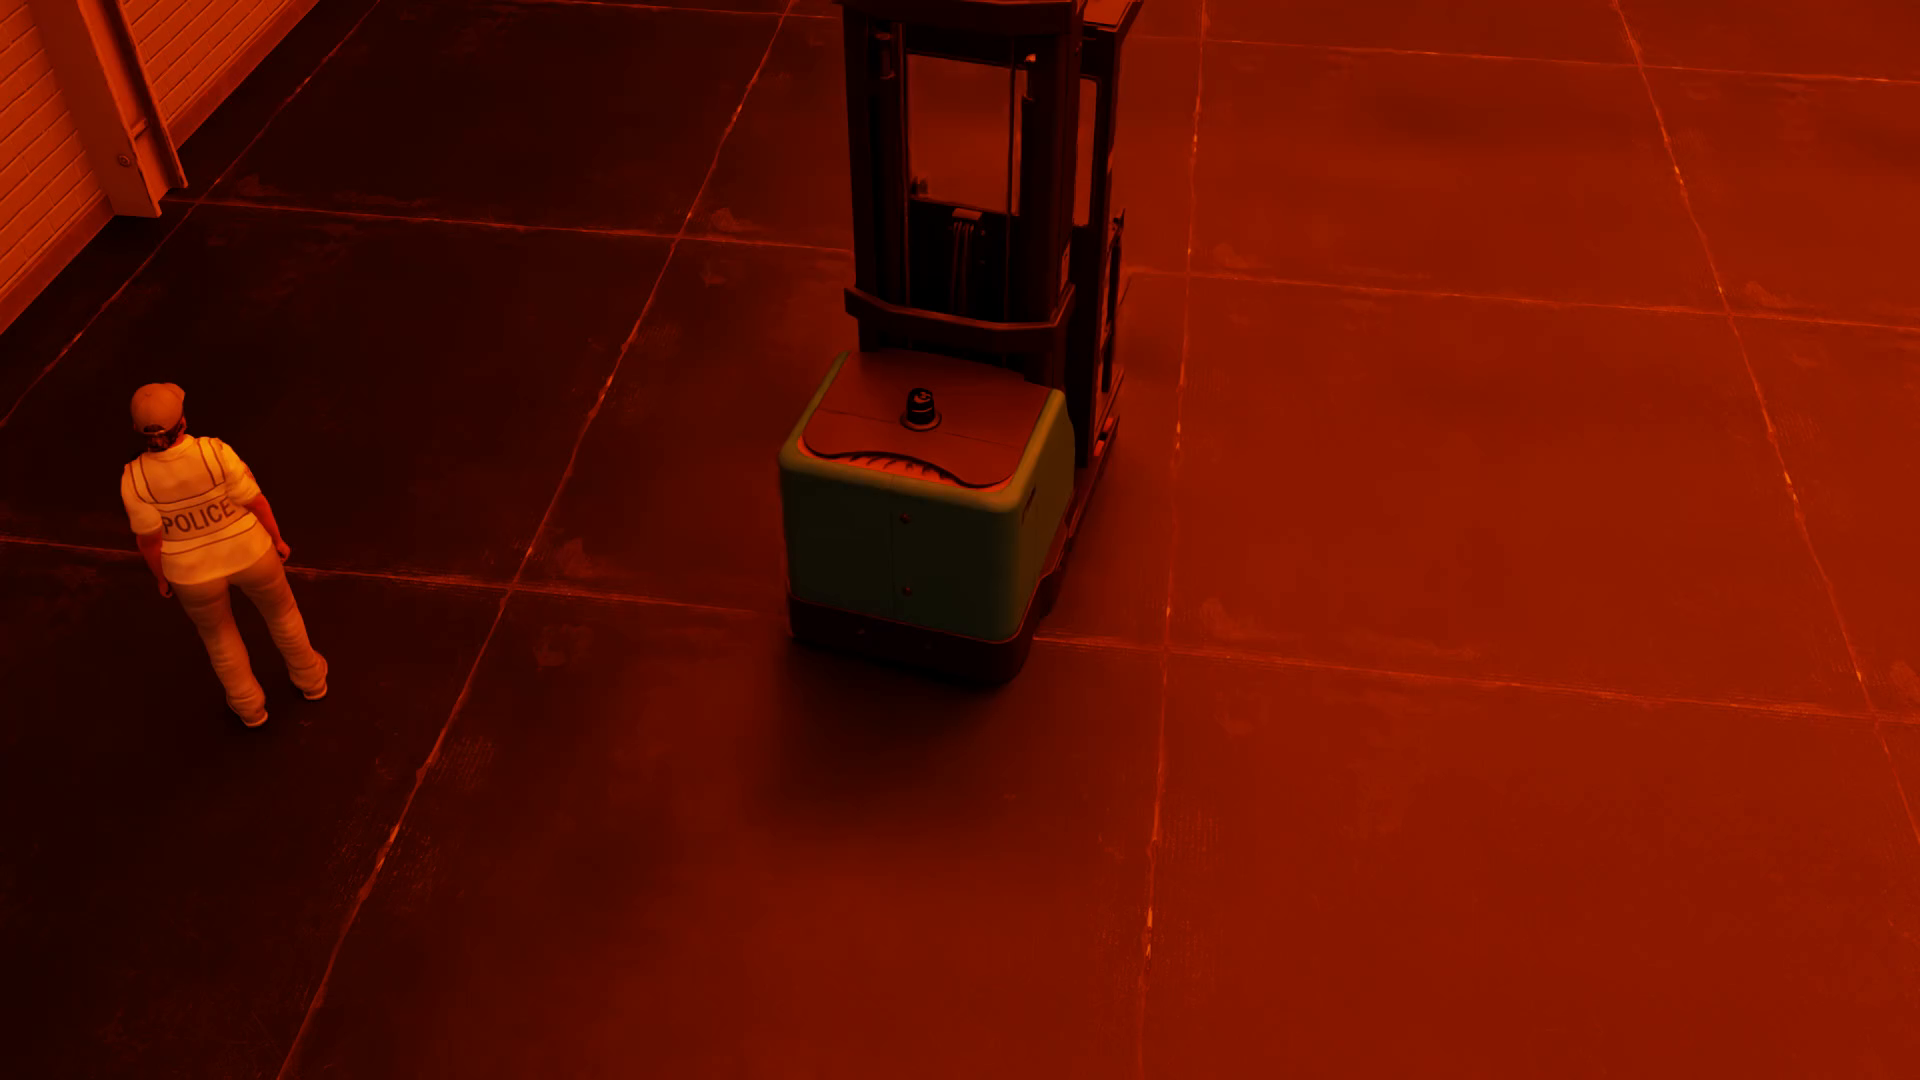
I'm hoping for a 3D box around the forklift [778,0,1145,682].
[{"bbox_3d":[0.168,-1.482,7.338,1.130,2.935,3.031,12,44,13],"label":"forklift"}]

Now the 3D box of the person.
[{"bbox_3d":[-2.934,0.067,6.592,0.507,1.668,0.389,-20,46,-21],"label":"person"}]
